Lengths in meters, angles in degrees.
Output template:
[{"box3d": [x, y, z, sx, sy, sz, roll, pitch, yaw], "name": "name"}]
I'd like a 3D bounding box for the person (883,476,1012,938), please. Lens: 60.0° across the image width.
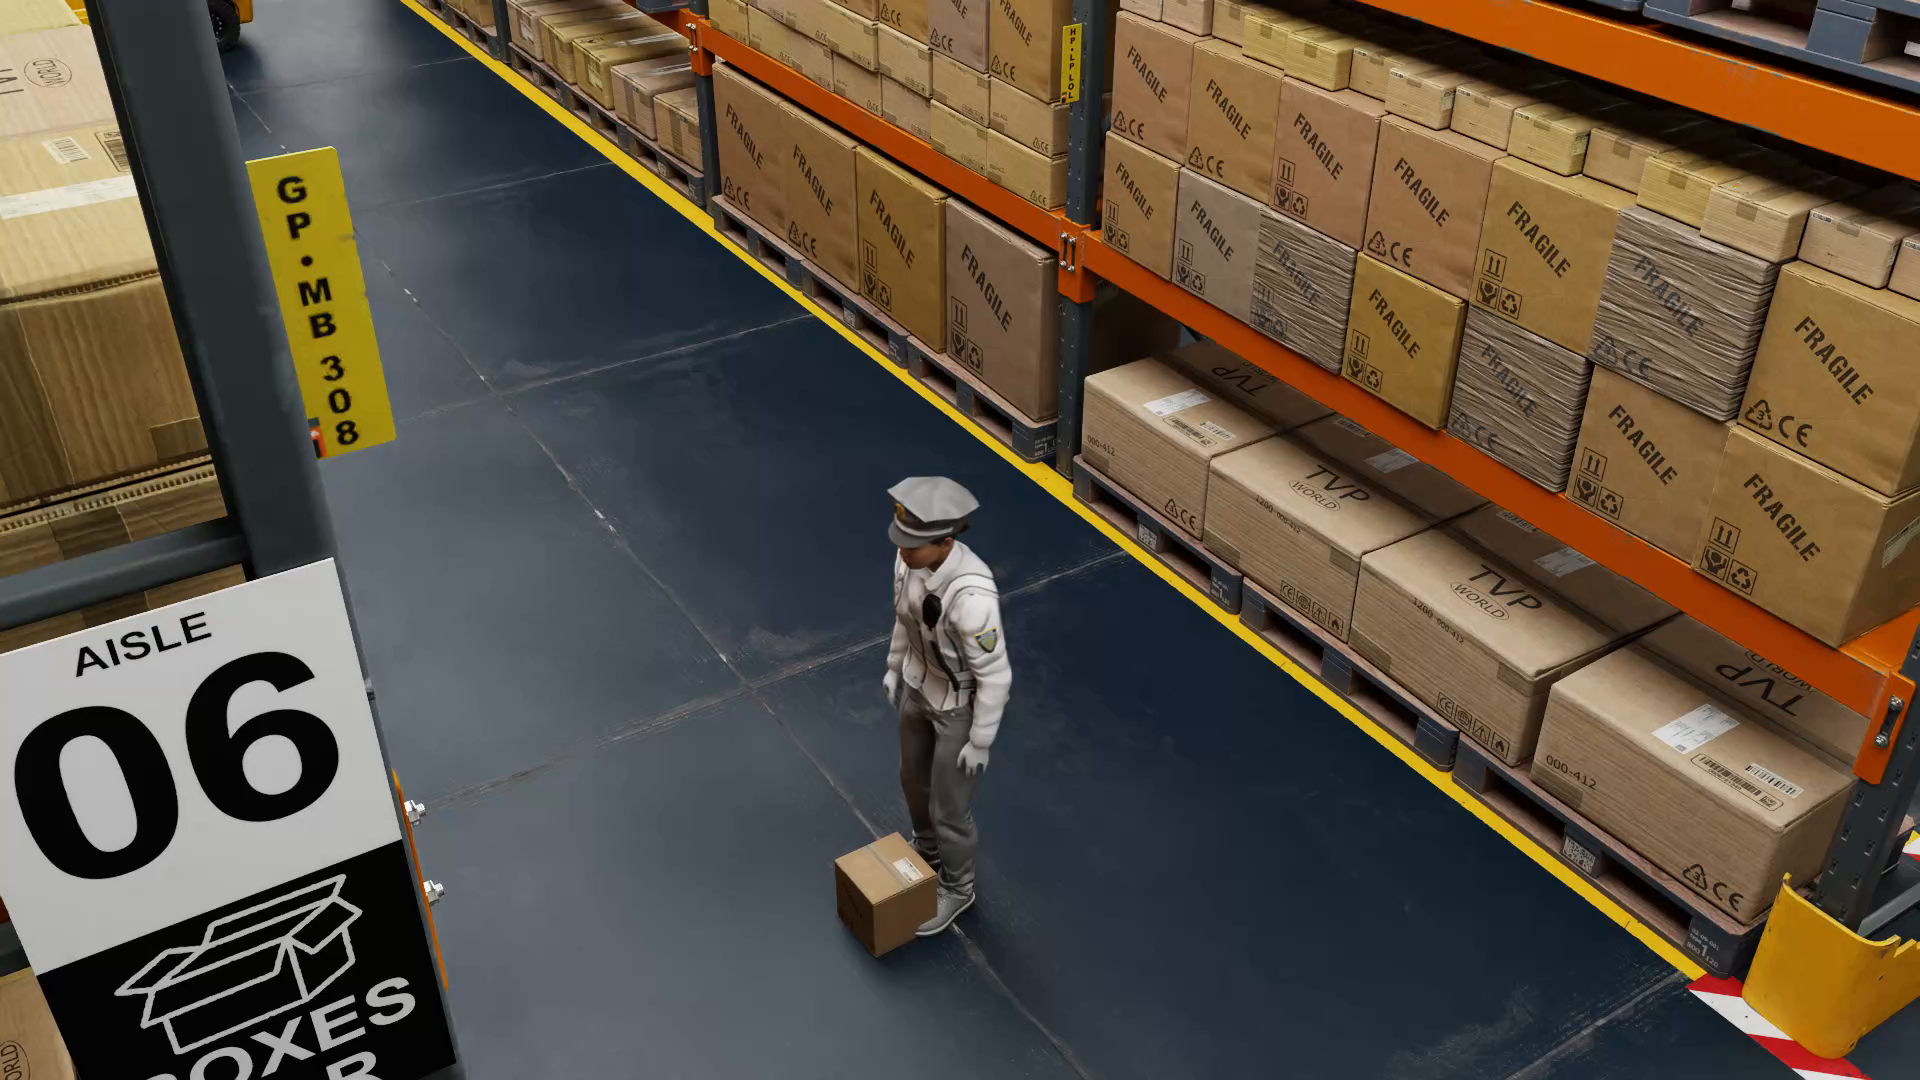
[{"box3d": [-0.065, 0.530, 5.313, 0.405, 1.663, 0.533, -20, 38, -28], "name": "person"}]
